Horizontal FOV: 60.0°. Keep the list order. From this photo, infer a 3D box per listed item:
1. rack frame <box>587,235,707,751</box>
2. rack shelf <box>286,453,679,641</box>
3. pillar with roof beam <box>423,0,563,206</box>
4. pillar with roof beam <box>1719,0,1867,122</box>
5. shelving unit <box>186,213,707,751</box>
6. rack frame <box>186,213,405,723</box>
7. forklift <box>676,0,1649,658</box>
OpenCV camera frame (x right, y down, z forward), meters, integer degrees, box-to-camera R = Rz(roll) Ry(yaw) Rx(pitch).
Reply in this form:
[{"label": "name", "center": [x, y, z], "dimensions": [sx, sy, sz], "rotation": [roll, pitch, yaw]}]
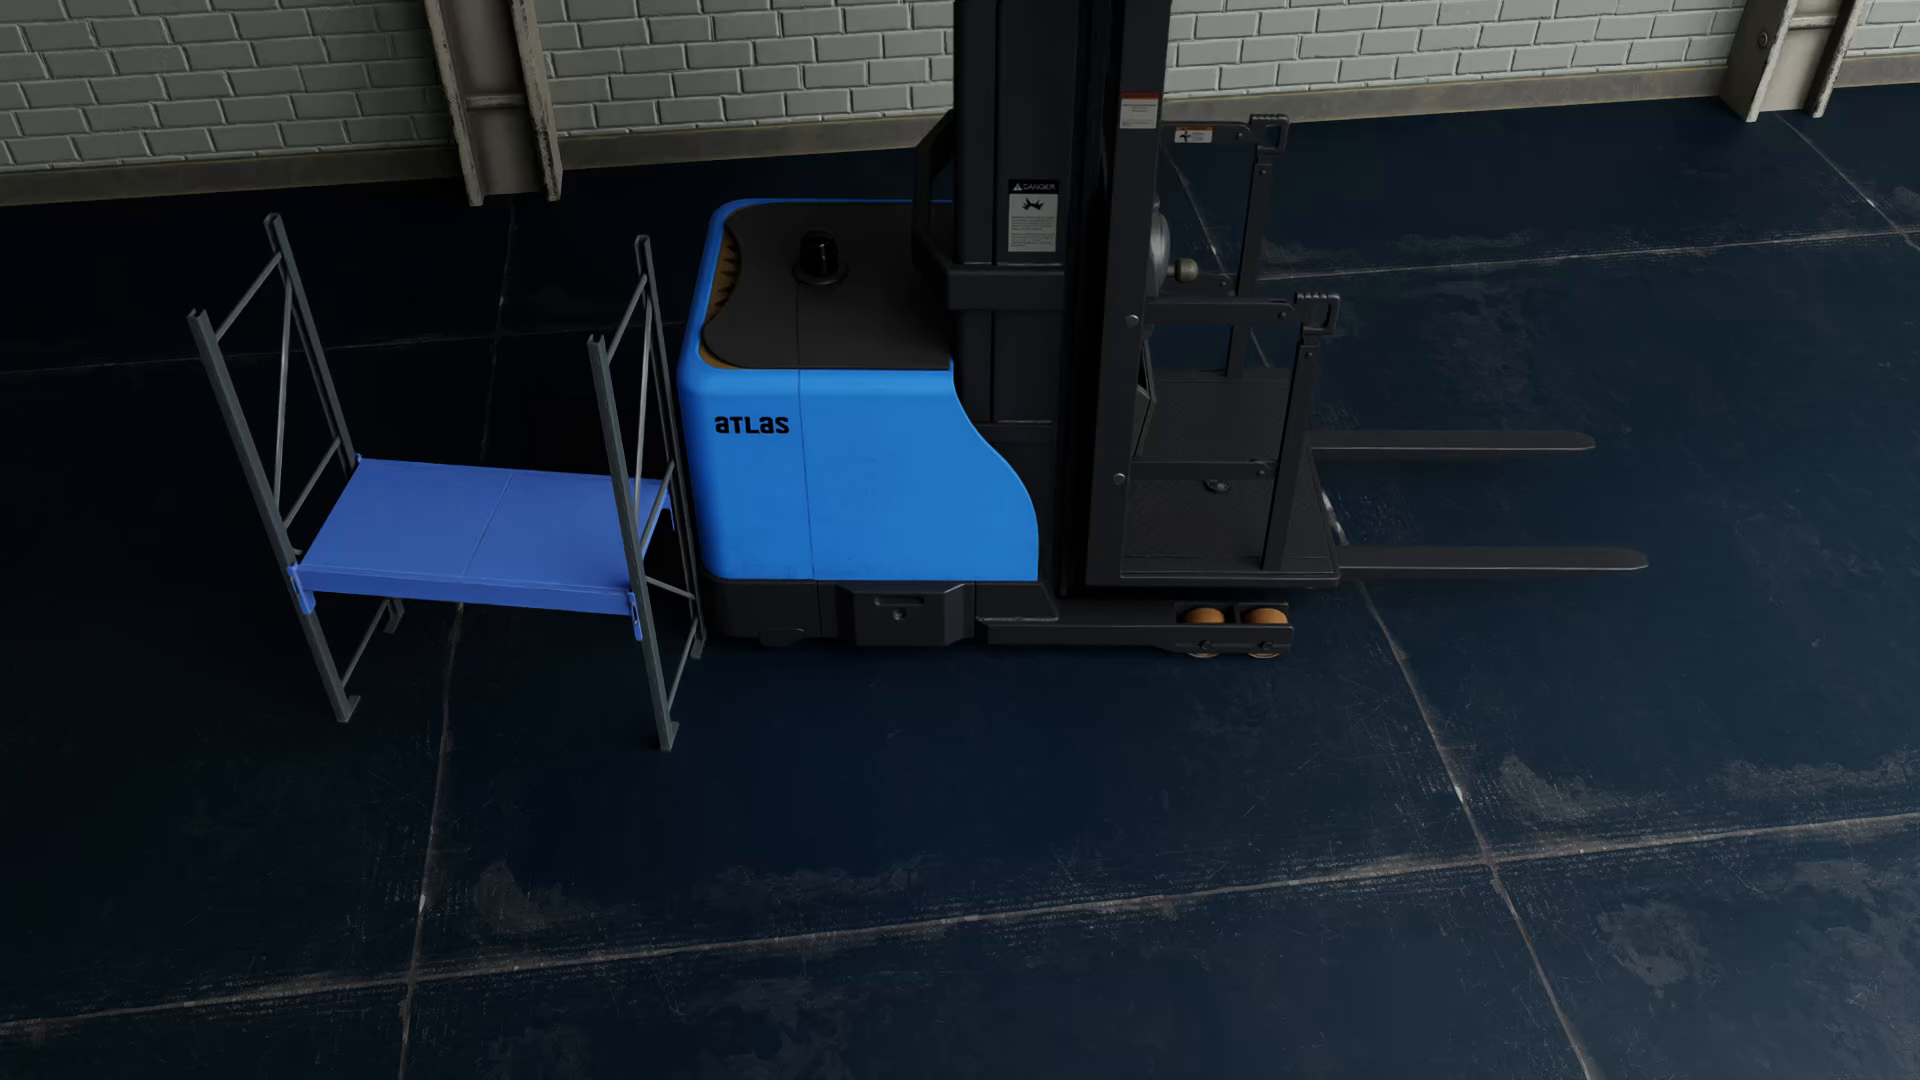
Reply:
[{"label": "rack frame", "center": [-0.866, -0.086, 4.725], "dimensions": [0.032, 1.500, 0.500], "rotation": [4, 42, 5]}, {"label": "rack shelf", "center": [-1.371, 0.011, 4.886], "dimensions": [1.000, 0.185, 0.538], "rotation": [4, 42, 5]}, {"label": "pillar with roof beam", "center": [-1.449, -2.086, 1.344], "dimensions": [0.400, 9.000, 9.100], "rotation": [-5, 42, -6]}, {"label": "pillar with roof beam", "center": [4.501, -2.607, 1.921], "dimensions": [0.400, 9.000, 9.100], "rotation": [-5, 42, -6]}, {"label": "shelving unit", "center": [-1.371, -0.122, 4.766], "dimensions": [1.048, 1.500, 0.538], "rotation": [4, 42, 5]}, {"label": "rack frame", "center": [-1.876, -0.159, 4.806], "dimensions": [0.032, 1.500, 0.500], "rotation": [4, 42, 5]}, {"label": "forklift", "center": [0.696, -1.070, 4.748], "dimensions": [3.031, 2.935, 1.130], "rotation": [0, 42, 0]}]
